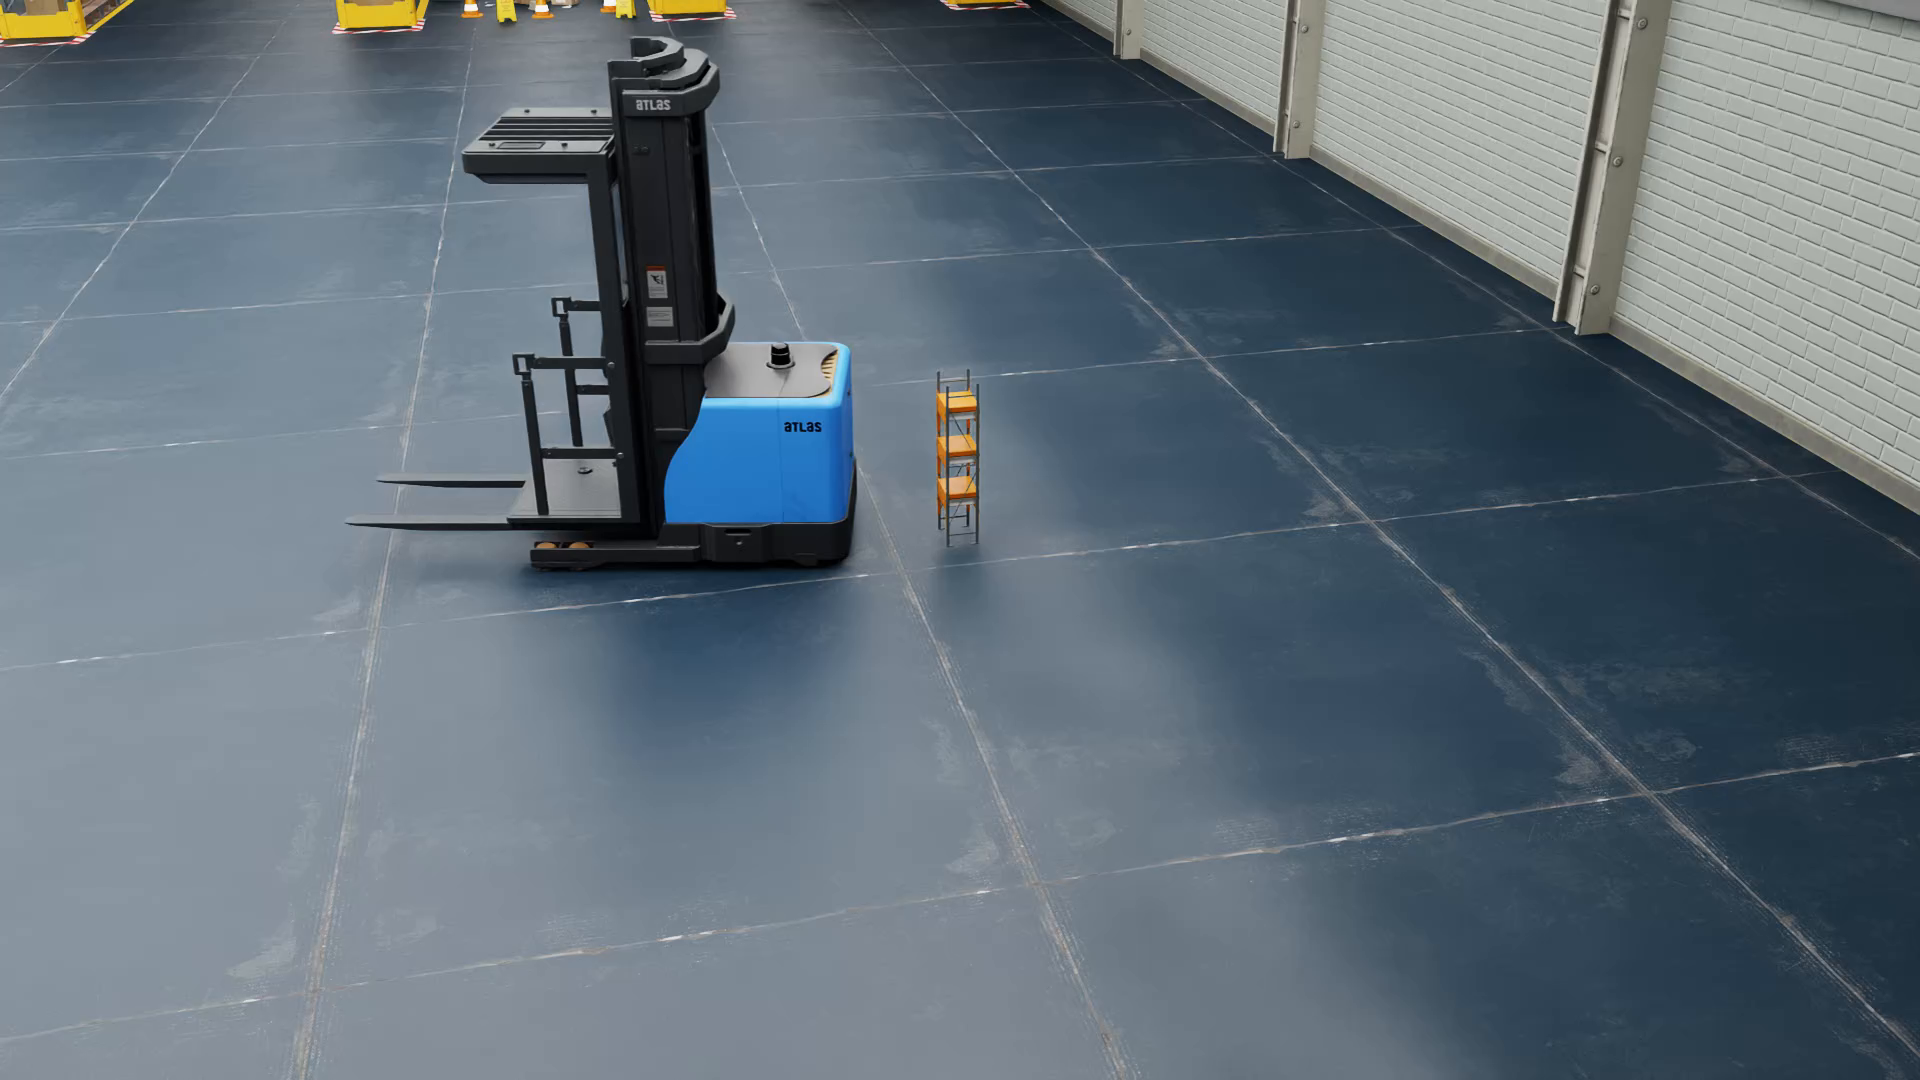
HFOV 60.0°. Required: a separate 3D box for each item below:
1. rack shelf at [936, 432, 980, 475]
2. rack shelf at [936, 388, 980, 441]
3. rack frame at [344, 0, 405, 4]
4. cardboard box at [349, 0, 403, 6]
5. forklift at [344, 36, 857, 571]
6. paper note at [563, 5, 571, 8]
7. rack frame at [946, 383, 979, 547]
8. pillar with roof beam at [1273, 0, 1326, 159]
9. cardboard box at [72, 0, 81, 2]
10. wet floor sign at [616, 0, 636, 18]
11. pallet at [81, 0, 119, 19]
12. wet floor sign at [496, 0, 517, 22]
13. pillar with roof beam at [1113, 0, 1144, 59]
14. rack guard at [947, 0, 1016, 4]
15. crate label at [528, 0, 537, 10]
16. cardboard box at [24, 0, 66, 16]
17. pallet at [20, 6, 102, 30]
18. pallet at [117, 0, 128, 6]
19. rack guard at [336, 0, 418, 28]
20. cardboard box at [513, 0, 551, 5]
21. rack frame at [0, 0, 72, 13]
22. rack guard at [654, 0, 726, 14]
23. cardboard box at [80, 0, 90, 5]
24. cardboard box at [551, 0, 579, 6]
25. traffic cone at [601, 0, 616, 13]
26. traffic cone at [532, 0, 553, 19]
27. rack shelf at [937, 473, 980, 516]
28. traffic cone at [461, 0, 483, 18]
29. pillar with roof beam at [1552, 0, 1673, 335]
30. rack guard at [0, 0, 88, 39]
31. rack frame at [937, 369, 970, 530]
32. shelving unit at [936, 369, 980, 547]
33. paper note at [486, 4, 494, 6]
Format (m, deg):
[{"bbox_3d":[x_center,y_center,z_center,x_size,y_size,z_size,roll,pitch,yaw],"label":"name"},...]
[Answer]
[{"bbox_3d":[-0.012,-0.483,10.065,0.215,0.259,0.240,-6,27,-12],"label":"rack shelf"},{"bbox_3d":[-0.012,-0.736,9.937,0.215,0.259,0.240,-6,27,-12],"label":"rack shelf"},{"bbox_3d":[-9.269,-9.564,25.869,1.000,3.000,0.127,-6,27,-12],"label":"rack frame"},{"bbox_3d":[-9.487,-9.094,26.829,0.875,0.875,0.875,-6,27,-11],"label":"cardboard box"},{"bbox_3d":[-2.178,-1.363,9.698,3.031,2.935,1.130,0,27,0],"label":"forklift"},{"bbox_3d":[-6.622,-8.998,28.043,0.148,0.019,0.142,-16,31,-29],"label":"paper note"},{"bbox_3d":[0.015,-0.439,9.954,0.200,1.050,0.008,-6,27,-12],"label":"rack frame"},{"bbox_3d":[-0.403,-7.987,16.086,9.100,9.000,0.400,-6,27,-12],"label":"pillar with roof beam"},{"bbox_3d":[-14.417,-8.711,26.487,0.500,0.500,0.500,1,27,2],"label":"cardboard box"},{"bbox_3d":[-5.469,-8.868,27.103,0.267,0.644,0.232,3,27,6],"label":"wet floor sign"},{"bbox_3d":[-14.562,-8.788,27.426,1.003,0.211,1.213,-6,27,-12],"label":"pallet"},{"bbox_3d":[-7.334,-8.701,26.772,0.267,0.644,0.232,-11,29,-20],"label":"wet floor sign"},{"bbox_3d":[-1.755,-10.621,21.305,9.100,9.000,0.400,-6,27,-12],"label":"pillar with roof beam"},{"bbox_3d":[0.371,-9.490,28.497,1.175,0.500,0.348,-6,27,-12],"label":"rack guard"},{"bbox_3d":[-7.066,-8.967,27.864,0.250,0.136,0.298,-23,35,-38],"label":"crate label"},{"bbox_3d":[-14.249,-8.452,25.974,0.500,0.500,0.500,-1,27,-2],"label":"cardboard box"},{"bbox_3d":[-14.290,-8.253,26.367,1.003,0.211,1.213,-6,27,-12],"label":"pallet"},{"bbox_3d":[-14.840,-9.324,28.489,1.003,0.211,1.213,-6,27,-12],"label":"pallet"},{"bbox_3d":[-9.264,-8.437,26.411,1.175,0.500,0.348,-6,27,-12],"label":"rack guard"},{"bbox_3d":[-7.332,-9.510,28.533,0.637,0.503,0.797,19,32,32],"label":"cardboard box"},{"bbox_3d":[-14.125,-9.104,24.959,1.000,3.000,0.127,-6,27,-12],"label":"rack frame"},{"bbox_3d":[-4.487,-9.028,27.582,1.175,0.500,0.348,-6,27,-12],"label":"rack guard"},{"bbox_3d":[-14.540,-8.987,27.035,0.500,0.500,0.500,-3,27,-7],"label":"cardboard box"},{"bbox_3d":[-6.733,-9.208,28.328,0.380,0.149,0.250,8,28,15],"label":"cardboard box"},{"bbox_3d":[-5.823,-9.036,27.639,0.336,0.463,0.334,-6,27,-12],"label":"traffic cone"},{"bbox_3d":[-6.828,-8.774,27.120,0.336,0.463,0.334,-6,27,-12],"label":"traffic cone"},{"bbox_3d":[-0.012,-0.235,10.190,0.215,0.259,0.240,-6,27,-12],"label":"rack shelf"},{"bbox_3d":[-8.006,-8.808,27.188,0.336,0.463,0.334,-6,27,-12],"label":"traffic cone"},{"bbox_3d":[0.949,-5.352,10.868,9.100,9.000,0.400,-6,27,-12],"label":"pillar with roof beam"},{"bbox_3d":[-14.142,-8.022,25.588,1.175,0.500,0.348,-6,27,-12],"label":"rack guard"},{"bbox_3d":[-0.040,-0.546,10.166,0.200,1.050,0.008,-6,27,-12],"label":"rack frame"},{"bbox_3d":[-0.012,-0.492,10.060,0.215,1.050,0.252,-6,27,-12],"label":"shelving unit"},{"bbox_3d":[-7.959,-9.080,28.207,0.144,0.017,0.142,3,27,6],"label":"paper note"}]
